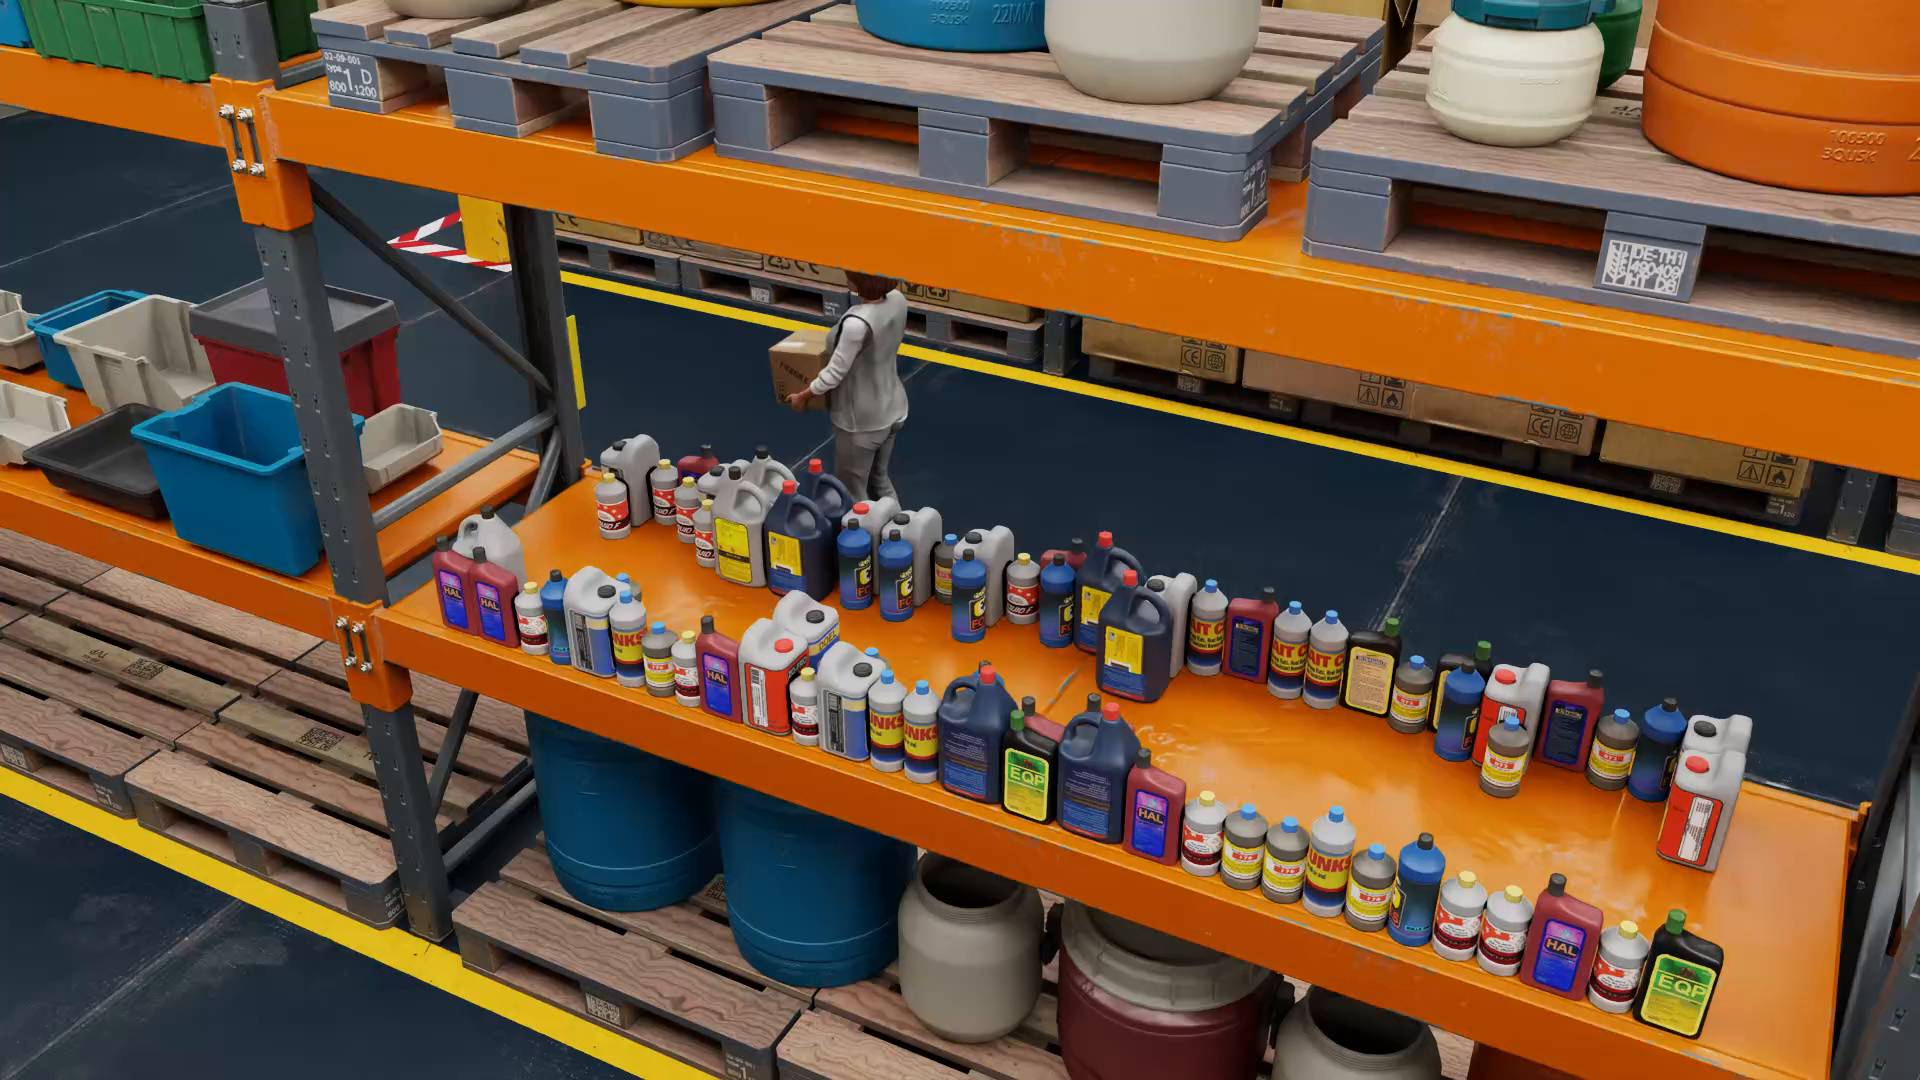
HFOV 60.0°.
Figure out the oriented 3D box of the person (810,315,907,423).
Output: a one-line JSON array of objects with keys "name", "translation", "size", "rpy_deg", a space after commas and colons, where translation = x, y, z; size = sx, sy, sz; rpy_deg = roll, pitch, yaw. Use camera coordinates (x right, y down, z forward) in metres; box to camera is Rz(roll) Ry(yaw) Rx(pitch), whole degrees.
[{"name": "person", "translation": [-0.399, -0.749, 6.868], "size": [0.317, 0.542, 0.408], "rpy_deg": [15, 34, 23]}]
